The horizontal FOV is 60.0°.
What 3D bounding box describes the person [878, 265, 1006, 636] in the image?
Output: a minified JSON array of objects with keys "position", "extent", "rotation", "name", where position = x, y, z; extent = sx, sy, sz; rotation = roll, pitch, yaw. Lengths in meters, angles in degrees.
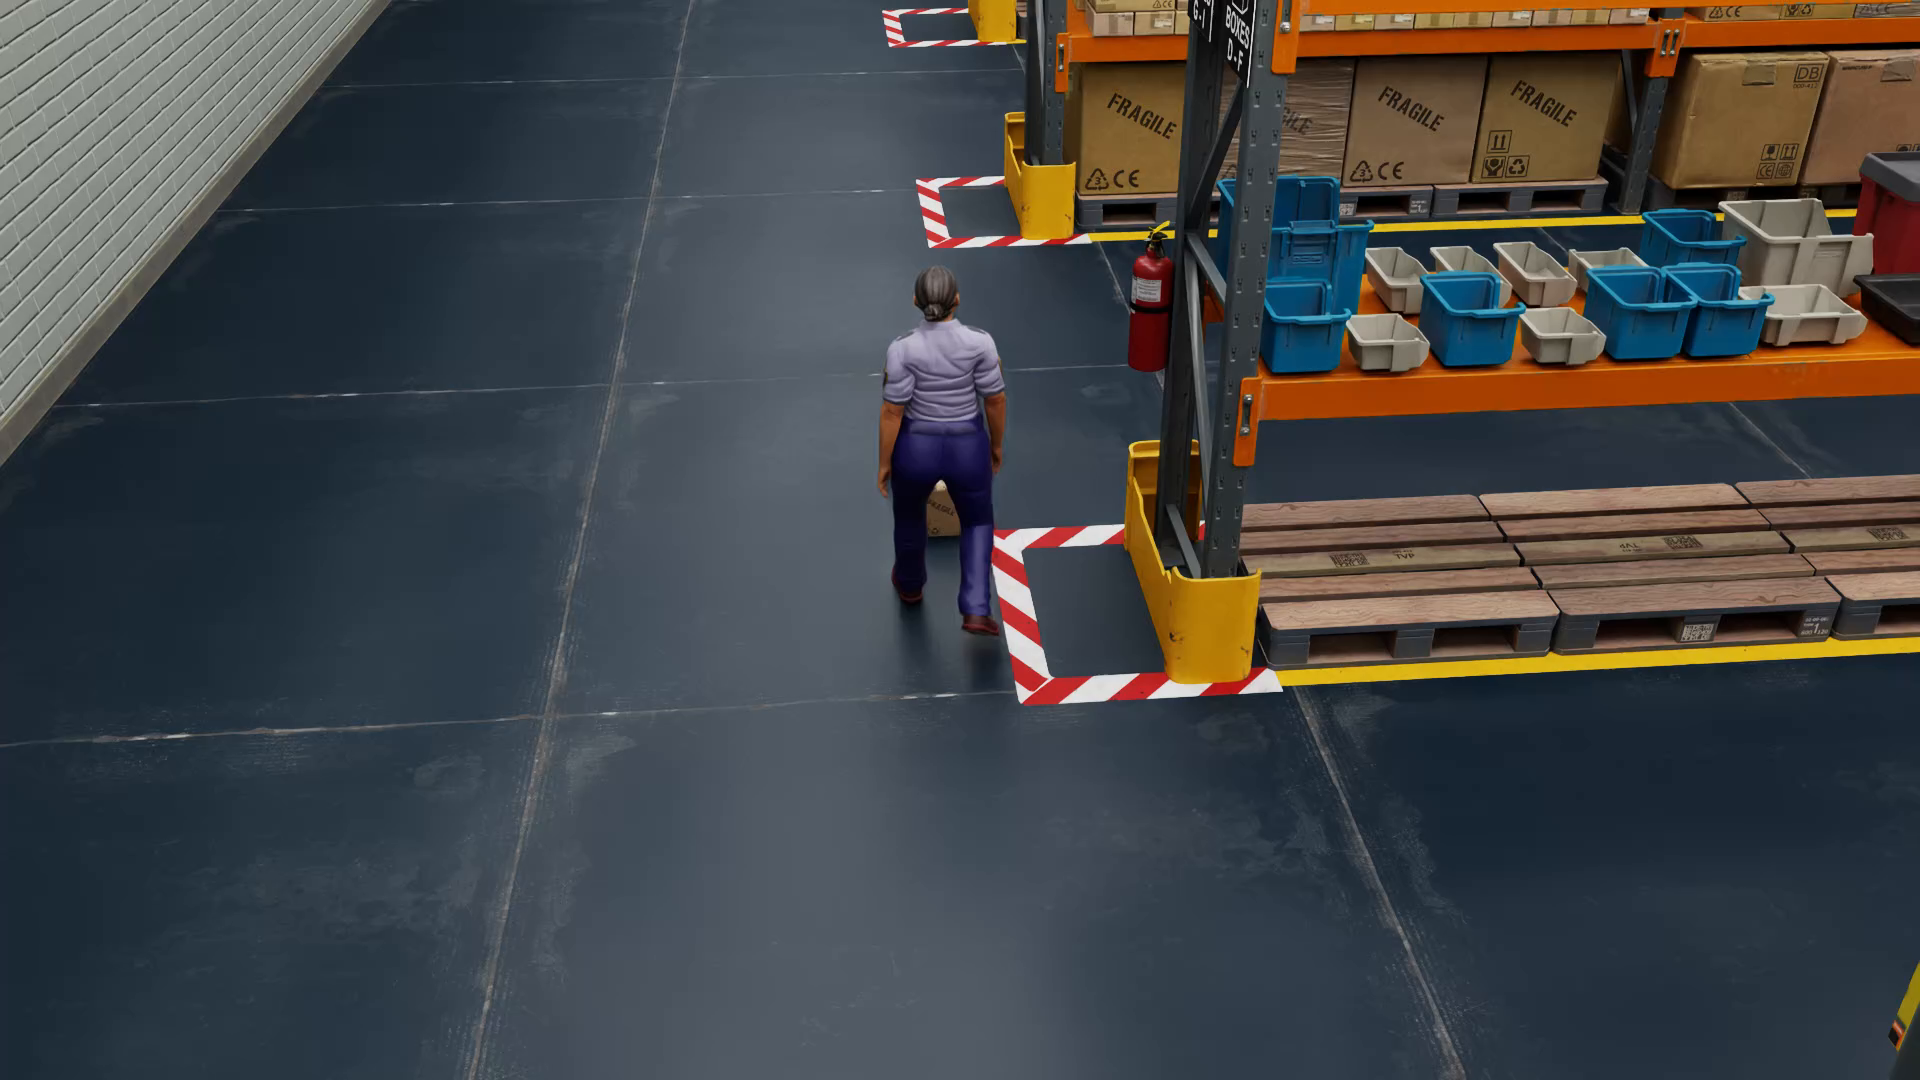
[{"position":[-0.069,-0.362,6.743],"extent":[0.504,1.615,0.818],"rotation":[-4,31,-6],"name":"person"}]
